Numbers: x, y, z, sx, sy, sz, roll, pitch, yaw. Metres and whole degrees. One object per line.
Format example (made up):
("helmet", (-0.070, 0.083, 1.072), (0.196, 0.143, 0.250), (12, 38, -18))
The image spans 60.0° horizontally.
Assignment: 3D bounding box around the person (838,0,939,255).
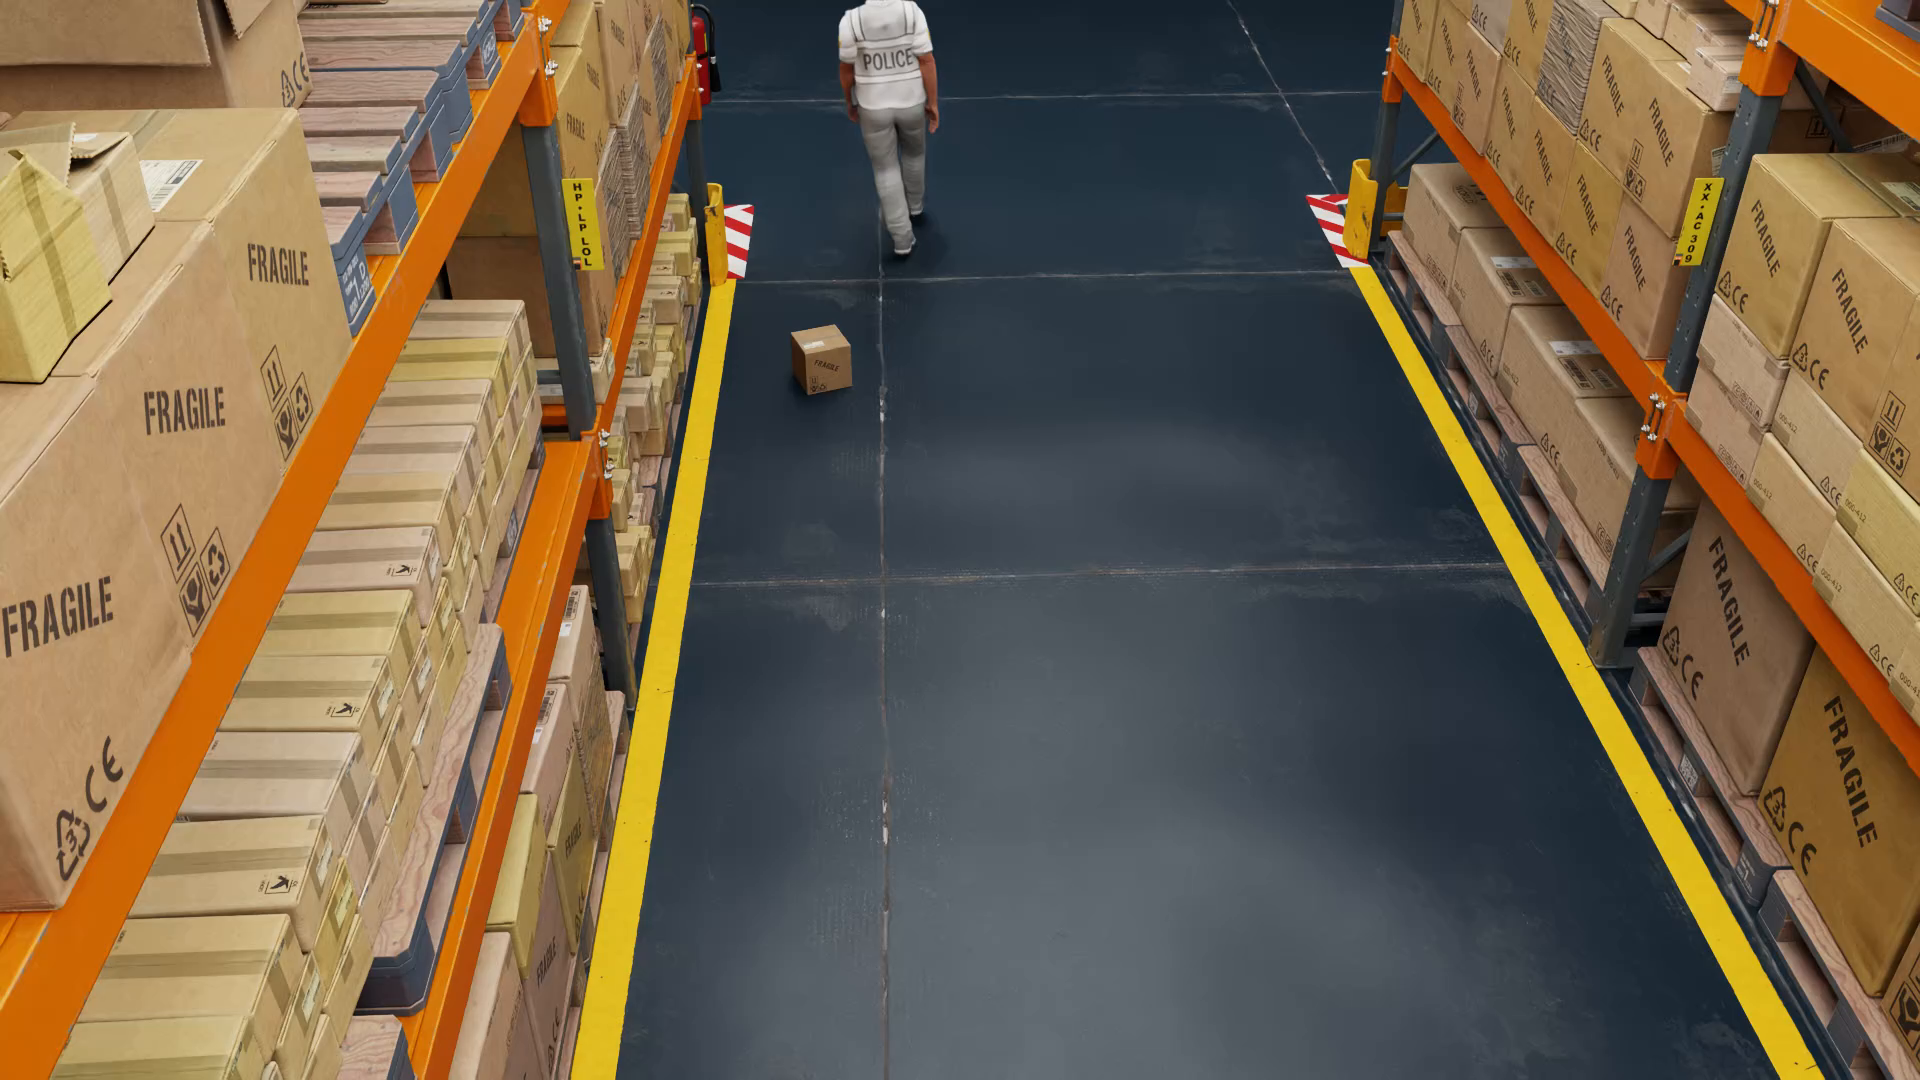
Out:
("person", (-0.439, -2.623, 9.876), (0.585, 1.716, 0.848), (-8, 36, -12))
